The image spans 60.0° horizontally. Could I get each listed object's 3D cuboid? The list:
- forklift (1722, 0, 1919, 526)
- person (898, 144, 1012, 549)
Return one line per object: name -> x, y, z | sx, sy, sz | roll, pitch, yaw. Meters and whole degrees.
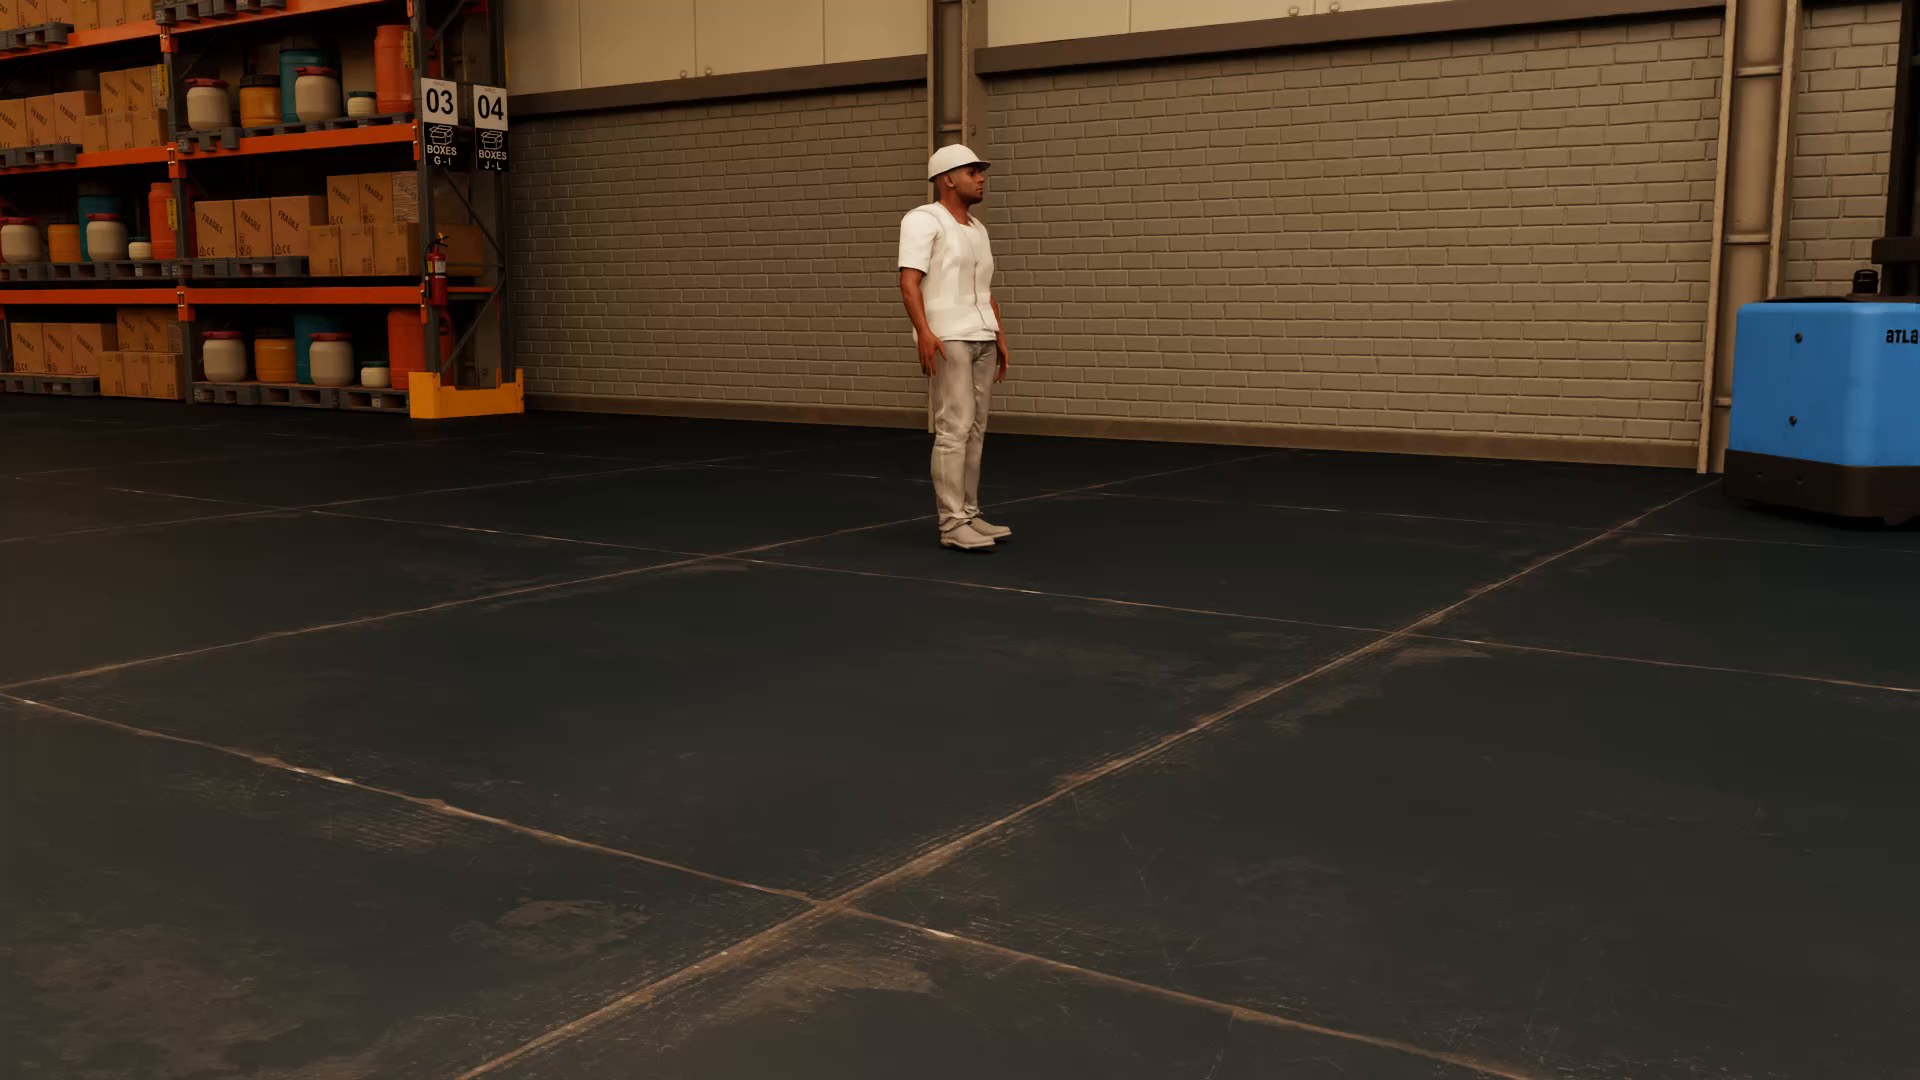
forklift -> 5.589, -1.593, 8.397 | 3.031, 2.935, 1.130 | -1, 8, -10
person -> 0.055, -0.875, 7.435 | 0.575, 1.768, 0.666 | 5, 10, 34
